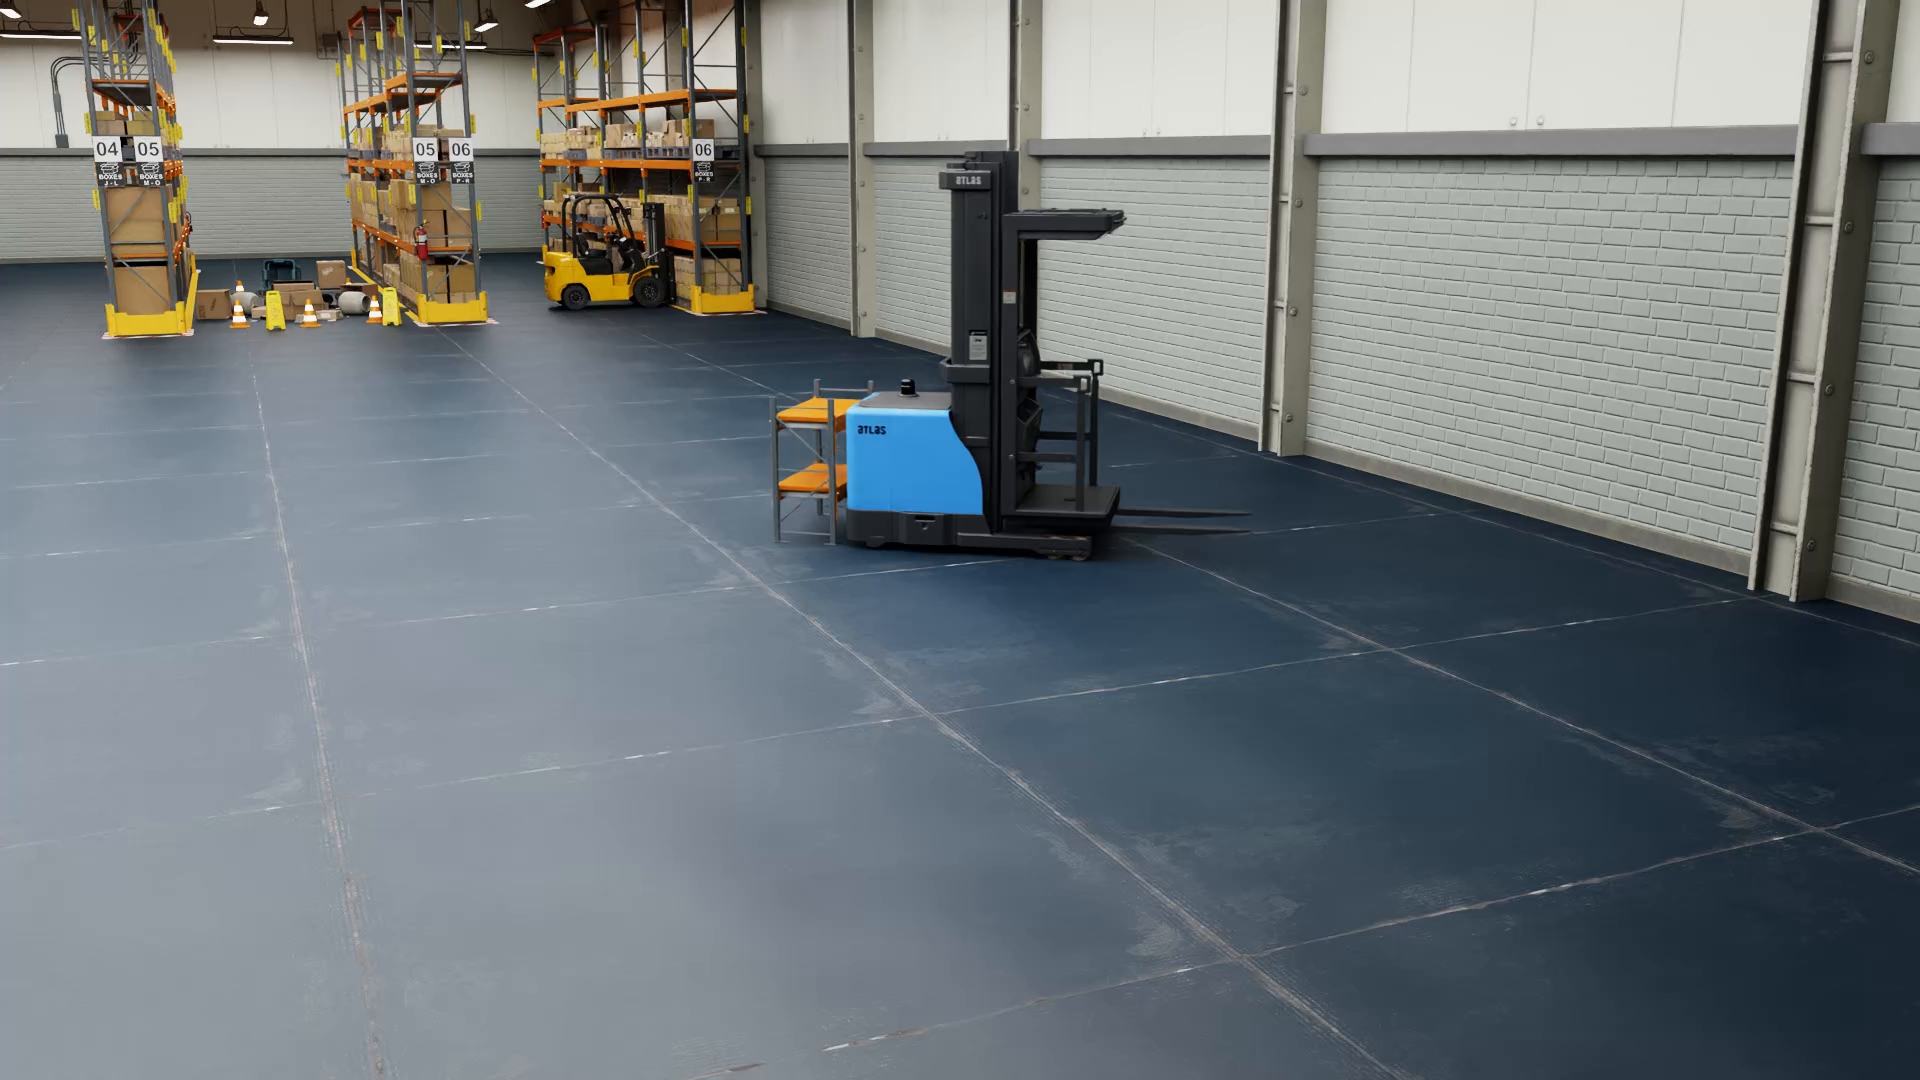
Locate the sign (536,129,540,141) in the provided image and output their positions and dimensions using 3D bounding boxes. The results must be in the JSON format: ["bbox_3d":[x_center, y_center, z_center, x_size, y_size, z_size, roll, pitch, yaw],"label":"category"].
[{"bbox_3d":[-11.436,-10.979,45.064,0.100,0.325,0.005,-6,14,-23],"label":"sign"}]

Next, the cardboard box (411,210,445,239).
[{"bbox_3d":[-9.547,-5.667,29.822,0.500,0.500,0.500,-6,14,-24],"label":"cardboard box"}]

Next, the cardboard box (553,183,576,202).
[{"bbox_3d":[-10.403,-9.150,43.763,0.500,0.500,0.500,-5,14,-22],"label":"cardboard box"}]

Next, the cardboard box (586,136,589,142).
[{"bbox_3d":[-8.663,-9.528,39.521,0.380,0.149,0.250,-6,14,-23],"label":"cardboard box"}]

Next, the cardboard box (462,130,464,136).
[{"bbox_3d":[-9.224,-7.372,30.206,0.380,0.149,0.250,-6,14,-23],"label":"cardboard box"}]

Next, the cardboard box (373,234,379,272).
[{"bbox_3d":[-13.562,-6.914,39.872,0.875,0.875,0.875,-5,14,-21],"label":"cardboard box"}]

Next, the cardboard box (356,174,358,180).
[{"bbox_3d":[-14.865,-9.071,41.535,0.380,0.149,0.250,-6,14,-23],"label":"cardboard box"}]

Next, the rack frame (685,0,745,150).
[{"bbox_3d":[-4.530,-8.758,30.754,1.000,3.000,0.127,-6,14,-23],"label":"rack frame"}]

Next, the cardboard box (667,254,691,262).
[{"bbox_3d":[-5.618,-5.568,33.225,0.500,0.250,0.500,-6,14,-24],"label":"cardboard box"}]

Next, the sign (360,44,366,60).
[{"bbox_3d":[-12.788,-10.443,35.612,0.100,0.325,0.005,-6,14,-23],"label":"sign"}]

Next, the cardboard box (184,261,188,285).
[{"bbox_3d":[-16.826,-5.727,35.574,0.500,0.500,0.500,-6,14,-25],"label":"cardboard box"}]

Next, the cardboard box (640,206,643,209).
[{"bbox_3d":[-6.593,-7.129,35.358,0.380,0.149,0.250,-6,14,-24],"label":"cardboard box"}]

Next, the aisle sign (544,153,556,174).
[{"bbox_3d":[-11.236,-10.395,45.366,0.394,0.787,0.004,-6,14,-23],"label":"aisle sign"}]

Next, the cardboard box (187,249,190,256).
[{"bbox_3d":[-19.064,-7.034,40.681,0.380,0.149,0.250,-5,14,-21],"label":"cardboard box"}]

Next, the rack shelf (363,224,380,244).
[{"bbox_3d":[-13.082,-7.102,38.497,1.077,0.370,4.000,-6,14,-23],"label":"rack shelf"}]

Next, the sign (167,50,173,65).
[{"bbox_3d":[-17.872,-10.904,37.602,0.100,0.325,0.005,-6,14,-23],"label":"sign"}]

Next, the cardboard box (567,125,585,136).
[{"bbox_3d":[-9.536,-10.160,41.288,0.396,0.266,0.258,-6,14,-24],"label":"cardboard box"}]

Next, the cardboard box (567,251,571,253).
[{"bbox_3d":[-9.972,-7.349,43.104,0.396,0.266,0.258,-5,14,-21],"label":"cardboard box"}]

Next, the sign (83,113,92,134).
[{"bbox_3d":[-14.074,-6.726,26.839,0.100,0.325,0.005,-6,14,-23],"label":"sign"}]

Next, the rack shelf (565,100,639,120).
[{"bbox_3d":[-8.536,-10.279,39.807,1.077,0.370,4.000,-6,14,-23],"label":"rack shelf"}]

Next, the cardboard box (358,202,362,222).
[{"bbox_3d":[-14.515,-8.093,40.962,0.500,0.500,0.500,-6,14,-24],"label":"cardboard box"}]

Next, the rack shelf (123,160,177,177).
[{"bbox_3d":[-15.975,-7.269,32.567,1.077,0.370,4.000,-6,14,-23],"label":"rack shelf"}]

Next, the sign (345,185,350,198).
[{"bbox_3d":[-15.997,-9.103,43.455,0.100,0.325,0.005,-6,14,-23],"label":"sign"}]

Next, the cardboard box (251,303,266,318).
[{"bbox_3d":[-12.798,-4.224,30.531,0.396,0.266,0.258,-3,13,-13],"label":"cardboard box"}]

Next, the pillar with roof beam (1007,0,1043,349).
[{"bbox_3d":[-3.121,-6.115,19.335,9.100,9.000,0.400,-6,14,-23],"label":"pillar with roof beam"}]

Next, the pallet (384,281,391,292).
[{"bbox_3d":[-11.970,-5.519,36.247,1.003,0.211,1.213,-6,14,-23],"label":"pallet"}]

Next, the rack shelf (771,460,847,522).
[{"bbox_3d":[-1.064,-0.396,13.168,0.538,0.278,1.000,3,13,14],"label":"rack shelf"}]

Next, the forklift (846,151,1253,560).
[{"bbox_3d":[0.702,-1.409,12.459,3.031,2.935,1.130,2,13,10],"label":"forklift"}]

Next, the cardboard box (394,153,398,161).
[{"bbox_3d":[-10.727,-7.406,32.120,0.380,0.149,0.250,-6,14,-23],"label":"cardboard box"}]

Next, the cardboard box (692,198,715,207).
[{"bbox_3d":[-4.867,-6.400,31.550,0.380,0.149,0.250,-6,14,-23],"label":"cardboard box"}]

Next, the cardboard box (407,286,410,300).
[{"bbox_3d":[-10.251,-4.713,31.746,0.500,0.250,0.500,-6,14,-24],"label":"cardboard box"}]

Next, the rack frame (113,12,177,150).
[{"bbox_3d":[-18.379,-10.320,37.503,1.000,3.000,0.127,-6,14,-23],"label":"rack frame"}]

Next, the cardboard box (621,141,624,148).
[{"bbox_3d":[-7.160,-8.613,36.184,0.380,0.149,0.250,-6,14,-24],"label":"cardboard box"}]

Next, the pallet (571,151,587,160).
[{"bbox_3d":[-8.722,-9.329,40.291,1.213,0.211,1.003,-6,14,-23],"label":"pallet"}]

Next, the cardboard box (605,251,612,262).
[{"bbox_3d":[-8.101,-6.543,39.100,0.500,0.500,0.500,-5,14,-21],"label":"cardboard box"}]

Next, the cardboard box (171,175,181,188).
[{"bbox_3d":[-18.336,-8.193,38.520,0.500,0.500,0.500,-5,14,-22],"label":"cardboard box"}]

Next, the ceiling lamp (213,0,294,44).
[{"bbox_3d":[-18.783,-14.794,43.888,2.000,3.185,0.800,-6,14,-23],"label":"ceiling lamp"}]

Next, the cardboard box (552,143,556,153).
[{"bbox_3d":[-10.368,-10.243,43.495,0.500,0.250,0.500,-6,14,-24],"label":"cardboard box"}]

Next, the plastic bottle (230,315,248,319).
[{"bbox_3d":[-13.149,-4.070,30.318,0.283,0.061,0.133,-12,18,-42],"label":"plastic bottle"}]

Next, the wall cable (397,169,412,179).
[{"bbox_3d":[-16.471,-10.480,49.246,0.588,1.984,0.122,-6,14,-23],"label":"wall cable"}]

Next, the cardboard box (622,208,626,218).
[{"bbox_3d":[-7.160,-7.228,36.673,0.500,0.250,0.500,-5,14,-22],"label":"cardboard box"}]

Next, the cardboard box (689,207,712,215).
[{"bbox_3d":[-4.926,-6.246,31.546,0.380,0.149,0.250,-5,14,-22],"label":"cardboard box"}]

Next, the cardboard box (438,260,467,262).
[{"bbox_3d":[-9.563,-5.025,31.433,0.500,0.500,0.500,-5,14,-22],"label":"cardboard box"}]

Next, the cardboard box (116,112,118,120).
[{"bbox_3d":[-14.219,-7.043,27.630,0.380,0.149,0.250,-5,14,-22],"label":"cardboard box"}]

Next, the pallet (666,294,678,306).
[{"bbox_3d":[-5.360,-4.883,33.498,1.003,0.211,1.213,-6,14,-23],"label":"pallet"}]

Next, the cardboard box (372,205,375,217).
[{"bbox_3d":[-12.917,-7.392,37.381,0.500,0.250,0.500,-6,14,-24],"label":"cardboard box"}]

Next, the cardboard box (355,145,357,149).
[{"bbox_3d":[-14.539,-9.615,40.514,0.380,0.149,0.250,-5,14,-22],"label":"cardboard box"}]

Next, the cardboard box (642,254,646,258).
[{"bbox_3d":[-6.352,-5.816,35.683,0.875,0.625,0.625,-5,14,-20],"label":"cardboard box"}]

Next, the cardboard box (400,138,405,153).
[{"bbox_3d":[-9.941,-7.212,30.397,0.500,0.250,0.500,-5,14,-21],"label":"cardboard box"}]

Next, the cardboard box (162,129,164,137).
[{"bbox_3d":[-13.937,-7.037,28.488,0.500,0.250,0.500,-6,14,-23],"label":"cardboard box"}]

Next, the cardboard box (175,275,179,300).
[{"bbox_3d":[-15.505,-4.973,31.764,1.050,0.750,0.750,-6,14,-23],"label":"cardboard box"}]

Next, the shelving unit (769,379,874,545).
[{"bbox_3d":[-1.065,-0.634,13.113,0.538,1.125,1.048,3,13,14],"label":"shelving unit"}]
